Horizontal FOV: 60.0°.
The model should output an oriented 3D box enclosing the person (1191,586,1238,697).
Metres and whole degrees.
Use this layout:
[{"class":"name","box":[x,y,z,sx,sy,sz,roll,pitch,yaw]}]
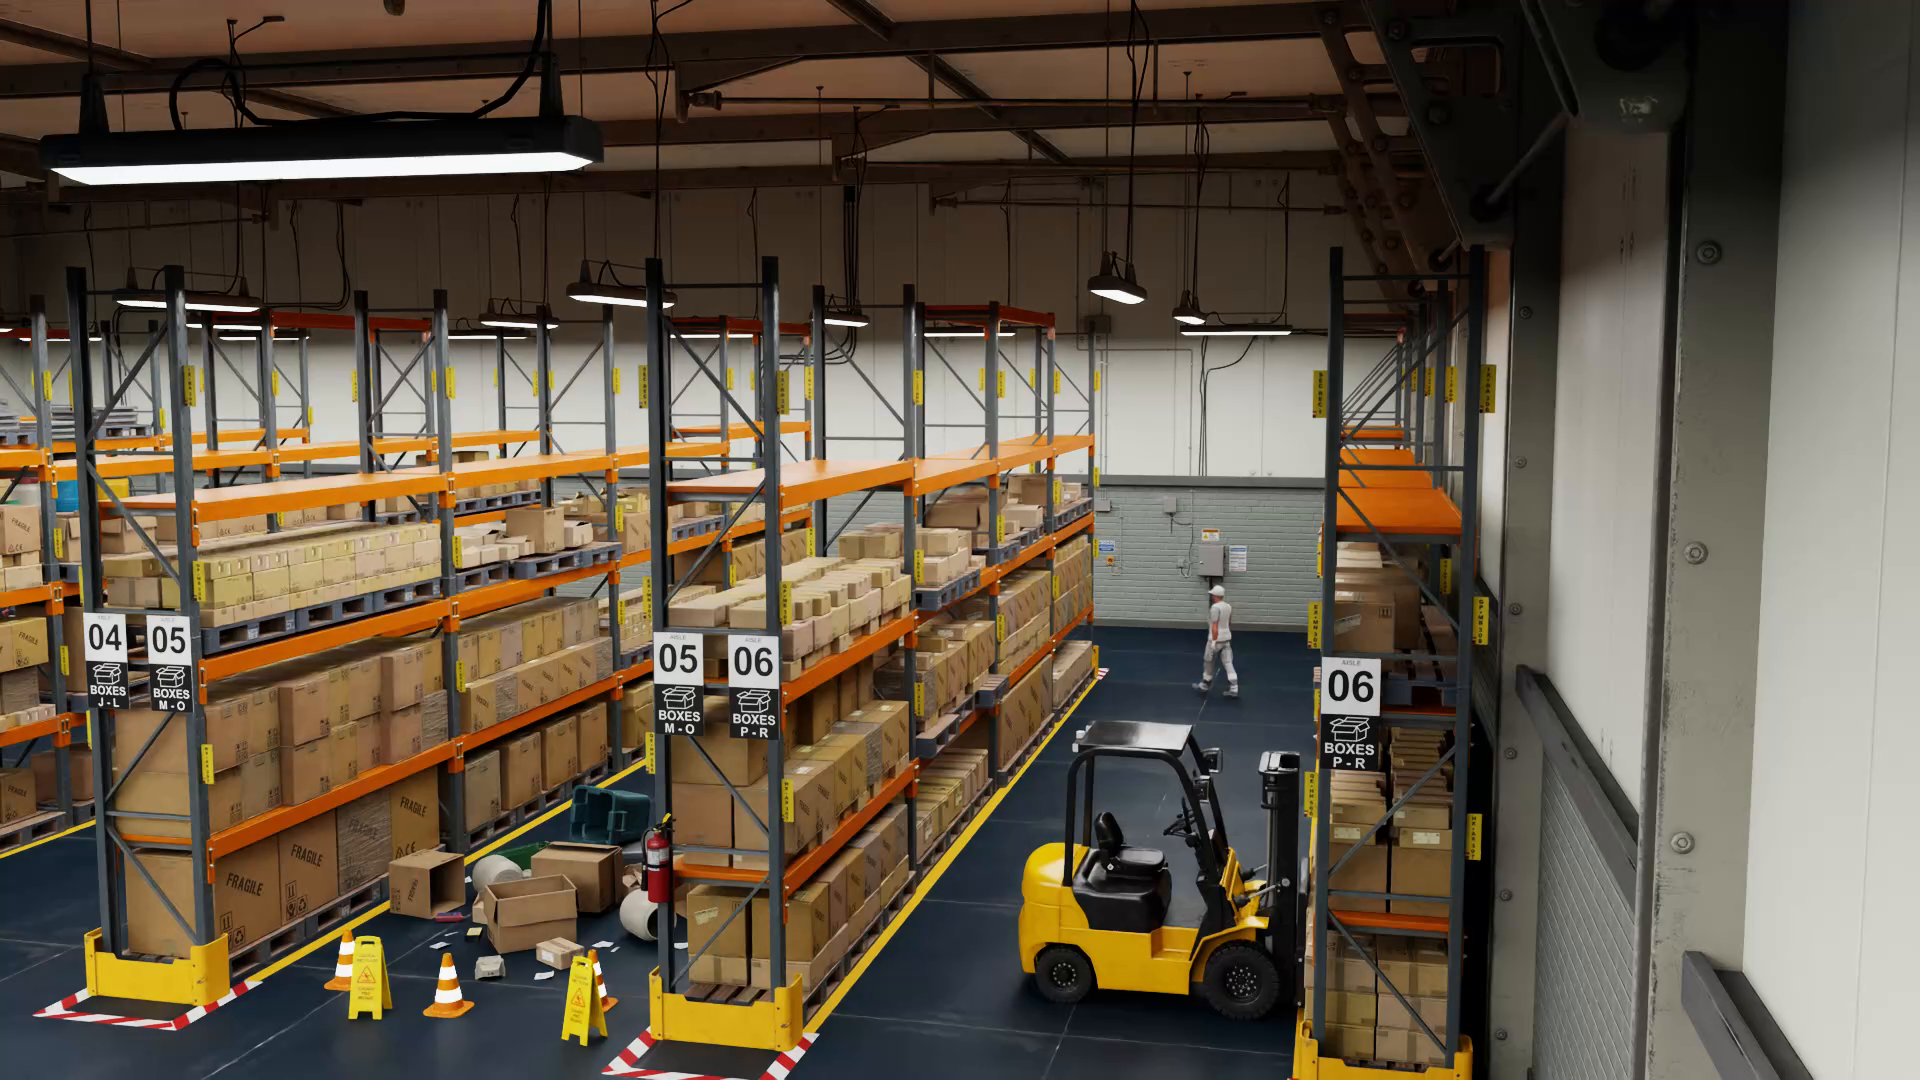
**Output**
[{"class":"person","box":[4.089,1.602,26.559,0.588,1.762,0.881,-5,8,-42]}]
